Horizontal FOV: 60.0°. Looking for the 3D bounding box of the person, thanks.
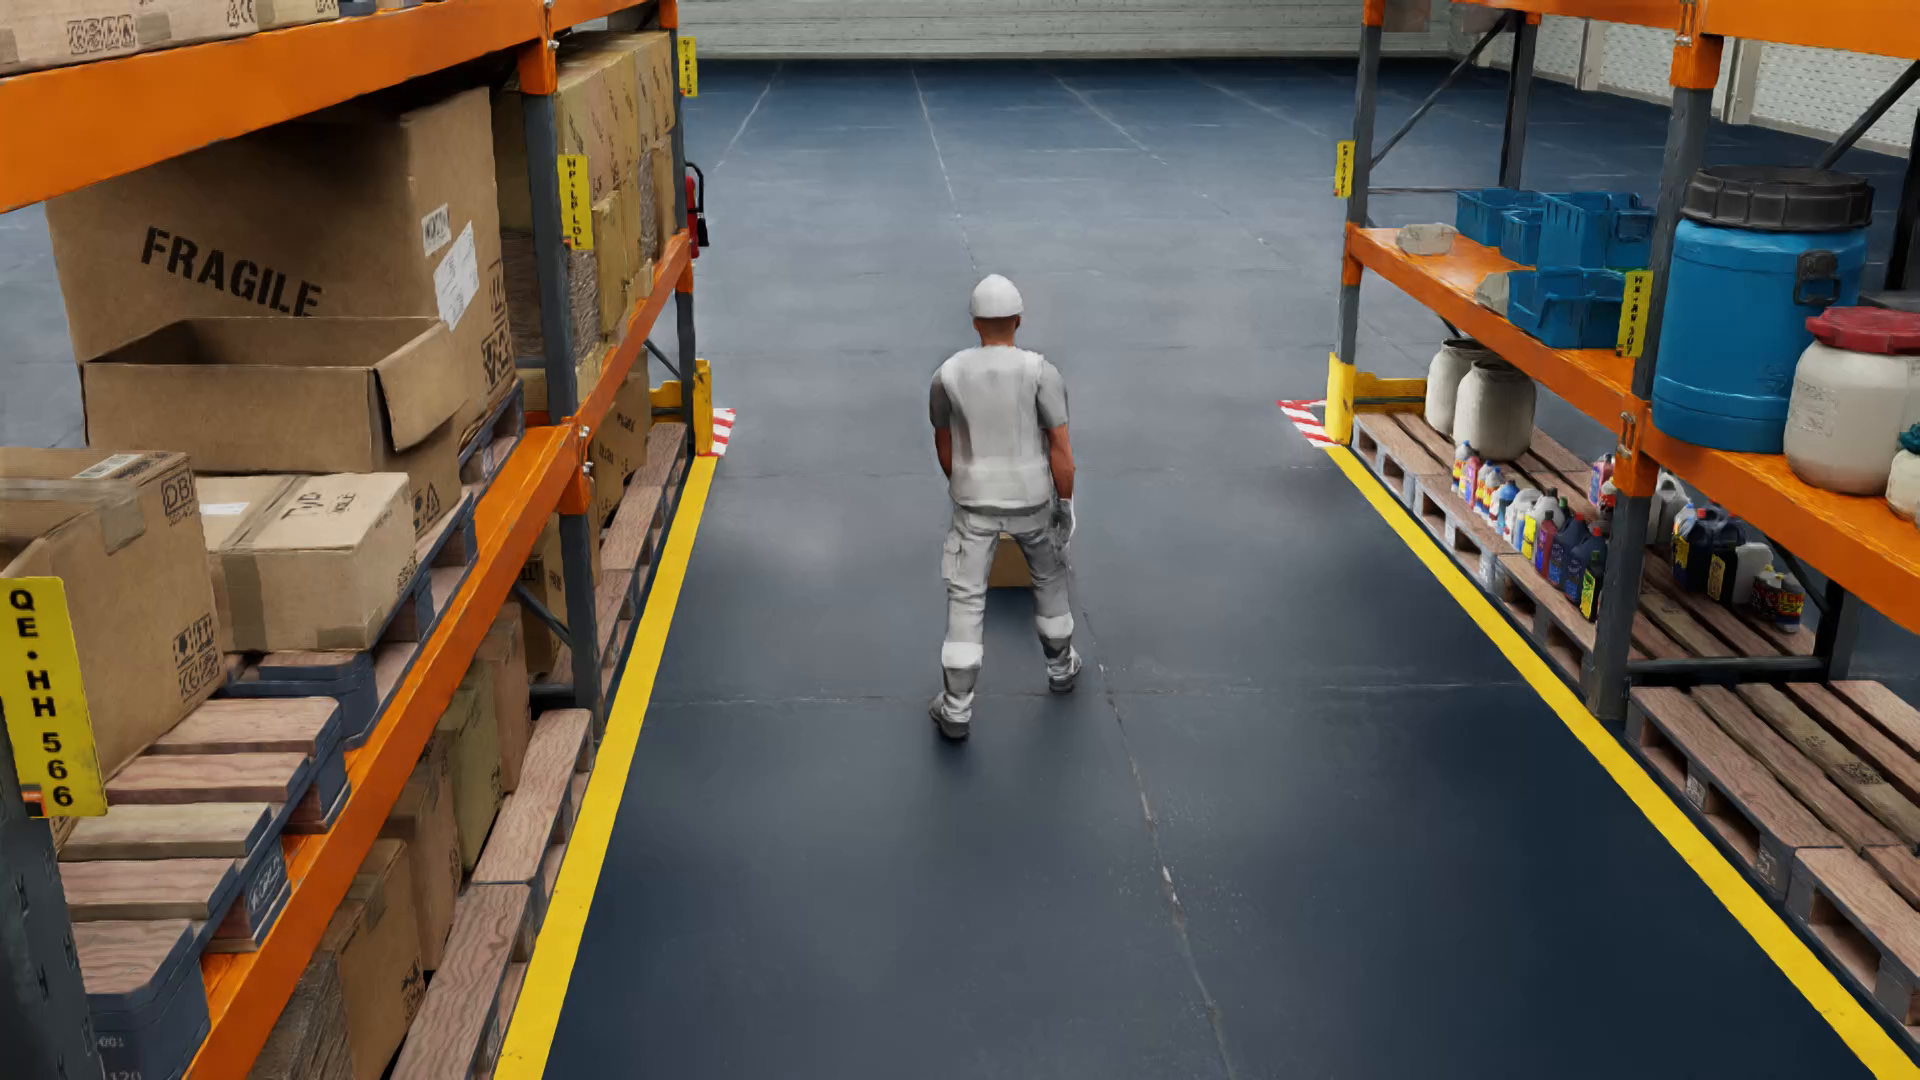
[{"bbox_3d":[0.184,-0.158,6.516,0.611,1.755,0.805,2,20,6],"label":"person"}]
